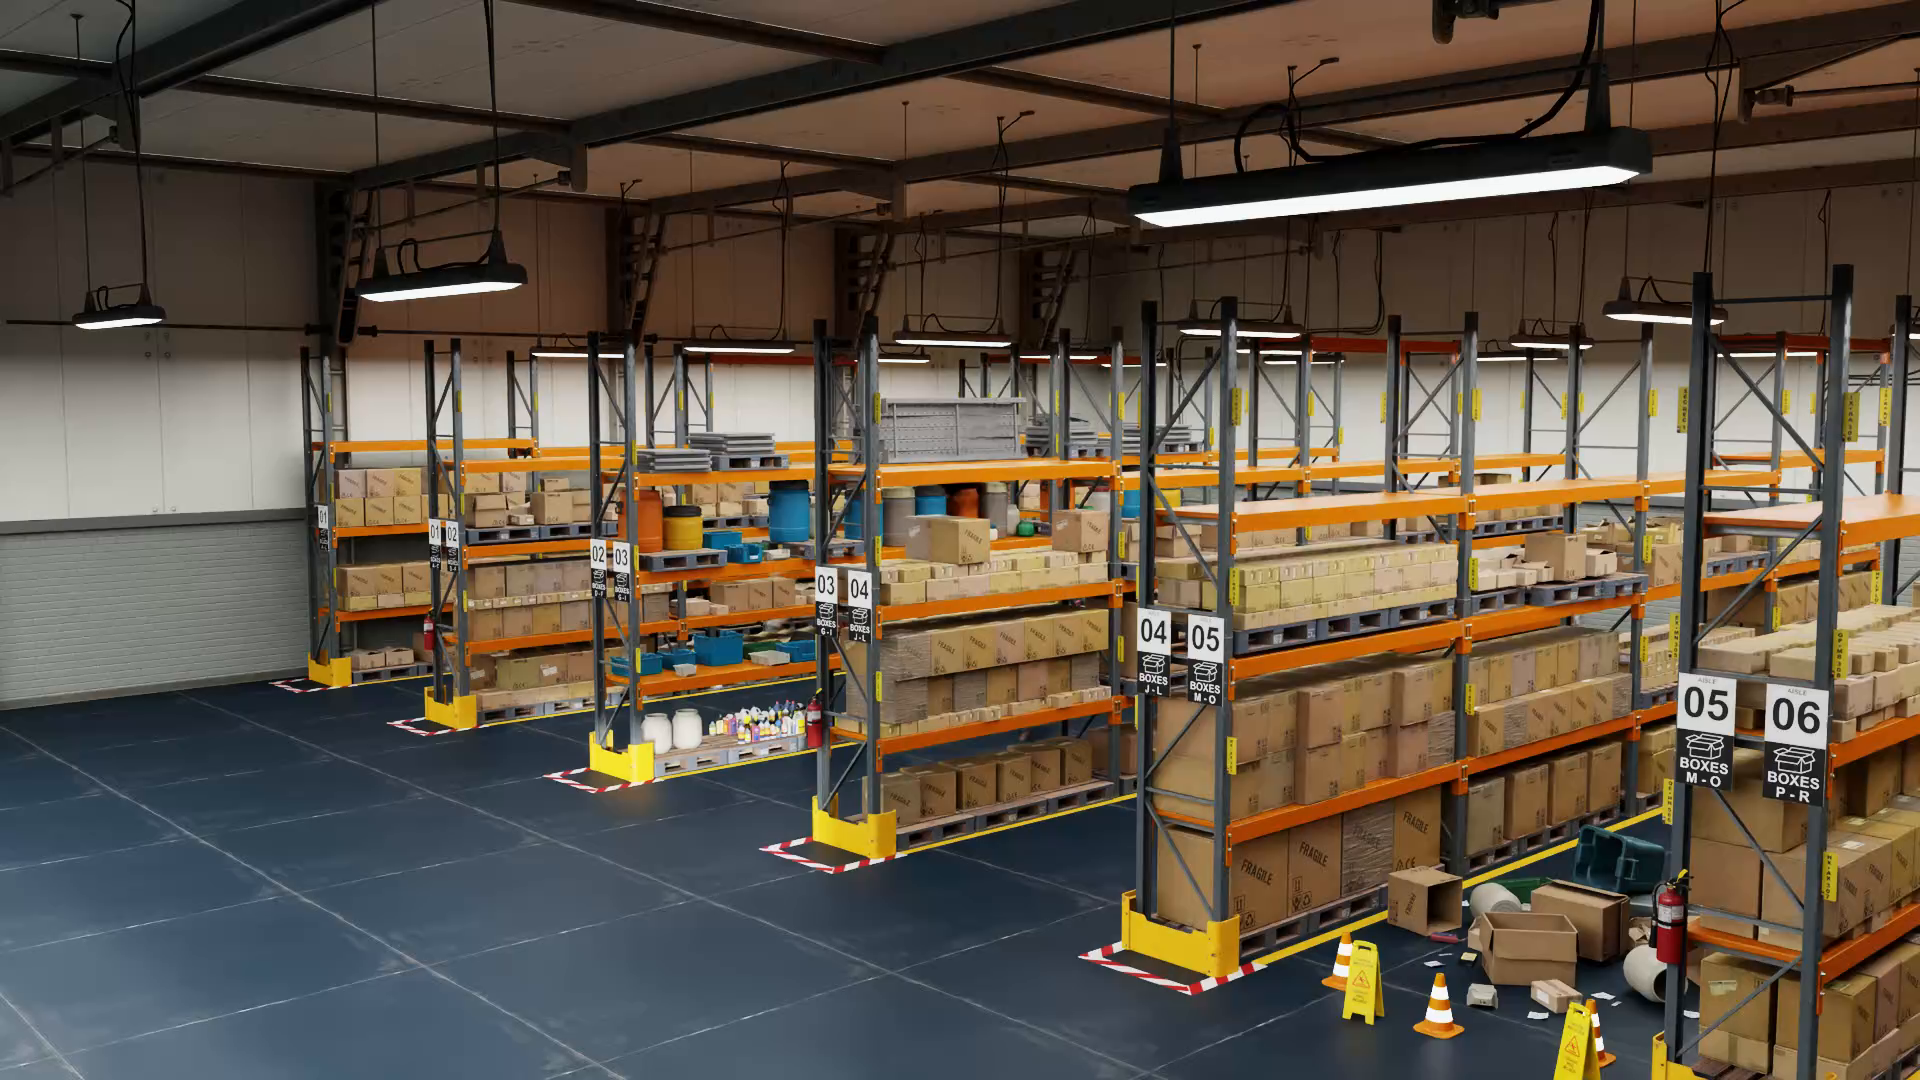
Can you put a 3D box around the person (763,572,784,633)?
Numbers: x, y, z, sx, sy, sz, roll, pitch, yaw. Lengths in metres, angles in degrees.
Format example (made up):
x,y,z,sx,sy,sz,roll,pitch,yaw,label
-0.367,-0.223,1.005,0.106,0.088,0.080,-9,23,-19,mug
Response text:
x,y,z,sx,sy,sz,roll,pitch,yaw,label
-3.616,1.453,32.479,0.664,1.724,0.687,-4,7,-40,person

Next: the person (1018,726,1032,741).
x,y,z,sx,sy,sz,roll,pitch,yaw,label
1.145,2.186,25.126,0.603,1.621,0.960,2,5,21,person

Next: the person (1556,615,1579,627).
x,y,z,sx,sy,sz,roll,pitch,yaw,label
11.087,1.783,30.817,0.675,1.398,0.886,0,5,4,person
